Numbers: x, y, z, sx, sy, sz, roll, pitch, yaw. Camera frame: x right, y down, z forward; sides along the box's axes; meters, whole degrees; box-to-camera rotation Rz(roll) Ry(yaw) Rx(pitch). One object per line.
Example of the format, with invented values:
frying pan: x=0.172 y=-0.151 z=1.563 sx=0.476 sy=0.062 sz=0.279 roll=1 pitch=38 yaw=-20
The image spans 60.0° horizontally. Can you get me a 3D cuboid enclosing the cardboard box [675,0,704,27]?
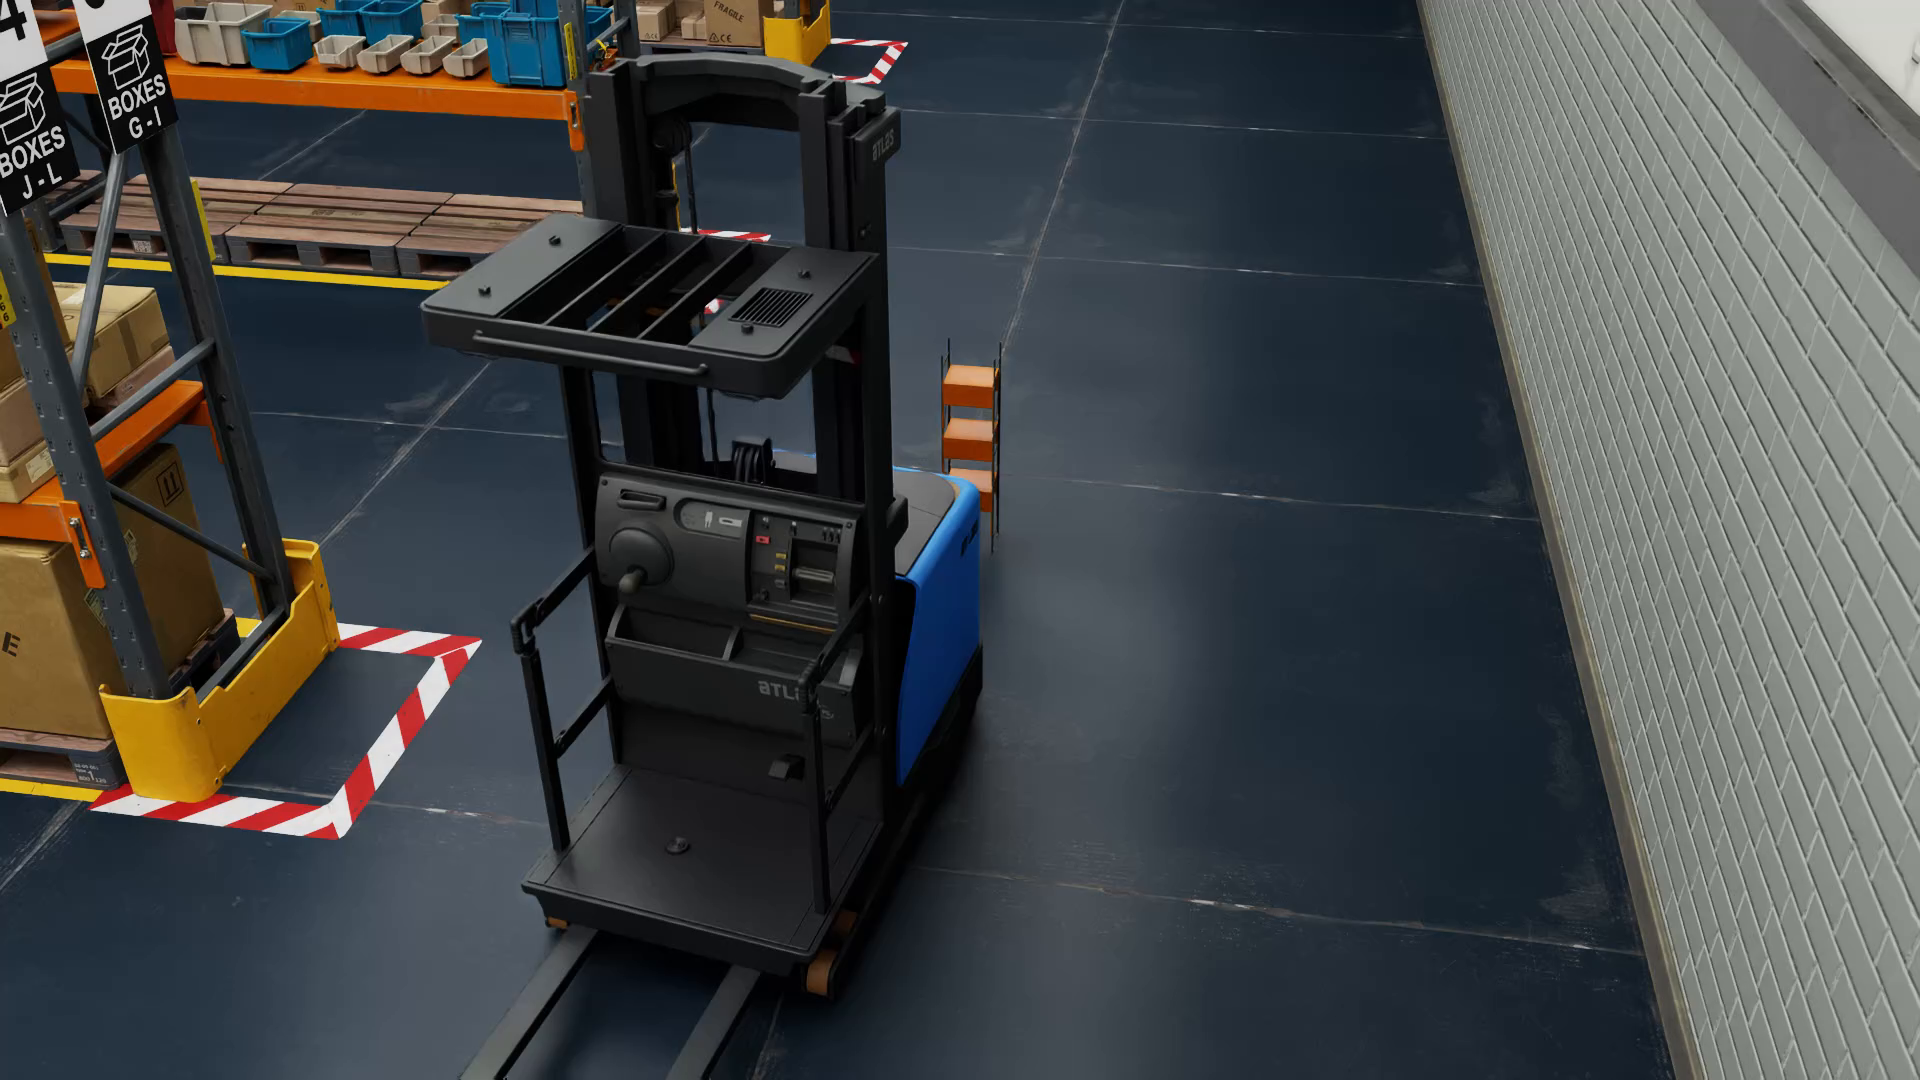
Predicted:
cardboard box: x=-2.390 y=-4.991 z=15.573 sx=0.500 sy=0.250 sz=0.500 roll=5 pitch=32 yaw=8

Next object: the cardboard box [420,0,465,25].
cardboard box: x=-4.974 y=-4.982 z=15.501 sx=0.500 sy=0.311 sz=0.500 roll=5 pitch=32 yaw=8

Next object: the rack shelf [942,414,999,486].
rack shelf: x=0.053 y=-0.431 z=7.969 sx=0.240 sy=0.259 sz=0.215 roll=5 pitch=32 yaw=8

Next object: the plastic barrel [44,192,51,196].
plastic barrel: x=-6.722 y=-2.841 z=11.544 sx=0.708 sy=0.901 sz=0.600 roll=5 pitch=32 yaw=8

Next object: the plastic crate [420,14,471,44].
plastic crate: x=-3.405 y=-3.378 z=11.012 sx=0.298 sy=0.136 sz=0.250 roll=5 pitch=32 yaw=8

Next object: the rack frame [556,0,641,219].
rack frame: x=-2.246 y=-3.138 z=10.436 sx=0.127 sy=3.000 sz=1.000 roll=5 pitch=32 yaw=8

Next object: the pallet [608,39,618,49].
pallet: x=-3.469 y=-4.734 z=15.614 sx=1.213 sy=0.211 sz=1.003 roll=5 pitch=32 yaw=8

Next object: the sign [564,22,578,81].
sign: x=-2.322 y=-2.918 z=9.931 sx=0.005 sy=0.325 sz=0.100 roll=5 pitch=32 yaw=8

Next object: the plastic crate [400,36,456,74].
plastic crate: x=-3.363 y=-3.063 z=10.509 sx=0.243 sy=0.136 sz=0.396 roll=5 pitch=32 yaw=8

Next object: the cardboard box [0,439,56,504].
cardboard box: x=-3.485 y=-0.301 z=6.140 sx=0.250 sy=0.149 sz=0.380 roll=6 pitch=33 yaw=9

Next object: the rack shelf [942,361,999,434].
rack shelf: x=0.053 y=-0.672 z=7.819 sx=0.240 sy=0.259 sz=0.215 roll=5 pitch=32 yaw=8

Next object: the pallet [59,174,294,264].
pallet: x=-5.457 y=-2.268 z=11.674 sx=1.213 sy=0.211 sz=1.003 roll=5 pitch=32 yaw=8

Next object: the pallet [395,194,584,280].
pallet: x=-3.052 y=-2.050 z=11.326 sx=1.213 sy=0.211 sz=1.003 roll=5 pitch=32 yaw=8

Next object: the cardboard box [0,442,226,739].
cardboard box: x=-3.723 y=0.160 z=6.774 sx=0.875 sy=0.875 sz=0.875 roll=5 pitch=32 yaw=8

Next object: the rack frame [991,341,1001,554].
rack frame: x=0.173 y=-0.429 z=7.946 sx=0.008 sy=1.050 sz=0.200 roll=5 pitch=32 yaw=8

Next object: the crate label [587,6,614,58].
crate label: x=-2.434 y=-3.287 z=10.775 sx=0.303 sy=0.233 sz=0.416 roll=5 pitch=32 yaw=8

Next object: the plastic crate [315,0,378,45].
plastic crate: x=-4.027 y=-3.431 z=11.006 sx=0.300 sy=0.233 sz=0.416 roll=5 pitch=32 yaw=8

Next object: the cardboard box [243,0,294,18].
cardboard box: x=-6.372 y=-5.155 z=15.600 sx=0.500 sy=0.500 sz=0.500 roll=5 pitch=32 yaw=8

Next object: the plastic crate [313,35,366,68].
plastic crate: x=-3.937 y=-3.092 z=10.555 sx=0.250 sy=0.136 sz=0.298 roll=5 pitch=32 yaw=8

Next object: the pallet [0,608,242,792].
pallet: x=-3.880 y=0.604 z=7.086 sx=1.213 sy=0.211 sz=1.003 roll=5 pitch=32 yaw=8

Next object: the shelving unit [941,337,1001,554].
shelving unit: x=0.053 y=-0.440 z=7.964 sx=0.252 sy=1.050 sz=0.215 roll=5 pitch=32 yaw=8

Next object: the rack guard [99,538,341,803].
rack guard: x=-3.055 y=0.514 z=6.957 sx=0.348 sy=0.500 sz=1.175 roll=5 pitch=32 yaw=8

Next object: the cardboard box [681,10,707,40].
cardboard box: x=-2.370 y=-4.717 z=15.214 sx=0.250 sy=0.166 sz=0.380 roll=5 pitch=32 yaw=8

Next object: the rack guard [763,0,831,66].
rack guard: x=-1.484 y=-4.676 z=15.249 sx=0.348 sy=0.500 sz=1.175 roll=5 pitch=32 yaw=8

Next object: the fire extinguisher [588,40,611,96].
fire extinguisher: x=-2.174 y=-2.696 z=10.154 sx=0.183 sy=0.674 sz=0.296 roll=5 pitch=32 yaw=8

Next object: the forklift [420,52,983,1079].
forklift: x=-0.848 y=0.088 z=5.347 sx=1.130 sy=2.935 sz=3.031 roll=10 pitch=33 yaw=15

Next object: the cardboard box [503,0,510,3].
cardboard box: x=-4.003 y=-5.163 z=15.790 sx=0.500 sy=0.311 sz=0.500 roll=5 pitch=32 yaw=8

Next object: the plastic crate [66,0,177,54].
plastic crate: x=-5.351 y=-3.337 z=10.637 sx=0.583 sy=0.464 sz=0.402 roll=5 pitch=32 yaw=8

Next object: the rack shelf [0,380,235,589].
rack shelf: x=-5.051 y=-0.421 z=6.774 sx=4.000 sy=0.370 sz=1.077 roll=5 pitch=32 yaw=8

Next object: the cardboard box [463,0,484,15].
cardboard box: x=-4.742 y=-5.310 z=15.847 sx=0.500 sy=0.500 sz=0.500 roll=5 pitch=32 yaw=8

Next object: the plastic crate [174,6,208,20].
plastic crate: x=-5.040 y=-3.444 z=11.129 sx=0.590 sy=0.125 sz=0.437 roll=5 pitch=32 yaw=8

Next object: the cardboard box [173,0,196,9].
cardboard box: x=-7.368 y=-5.244 z=15.742 sx=0.500 sy=0.500 sz=0.500 roll=4 pitch=32 yaw=7

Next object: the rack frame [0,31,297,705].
rack frame: x=-3.079 y=-0.548 z=6.298 sx=0.127 sy=3.000 sz=1.000 roll=5 pitch=32 yaw=8

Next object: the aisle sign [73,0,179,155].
aisle sign: x=-2.958 y=-1.800 z=5.848 sx=0.004 sy=0.787 sz=0.394 roll=5 pitch=32 yaw=8

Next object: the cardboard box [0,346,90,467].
cardboard box: x=-3.601 y=-0.515 z=6.106 sx=0.500 sy=0.250 sz=0.500 roll=5 pitch=32 yaw=7
